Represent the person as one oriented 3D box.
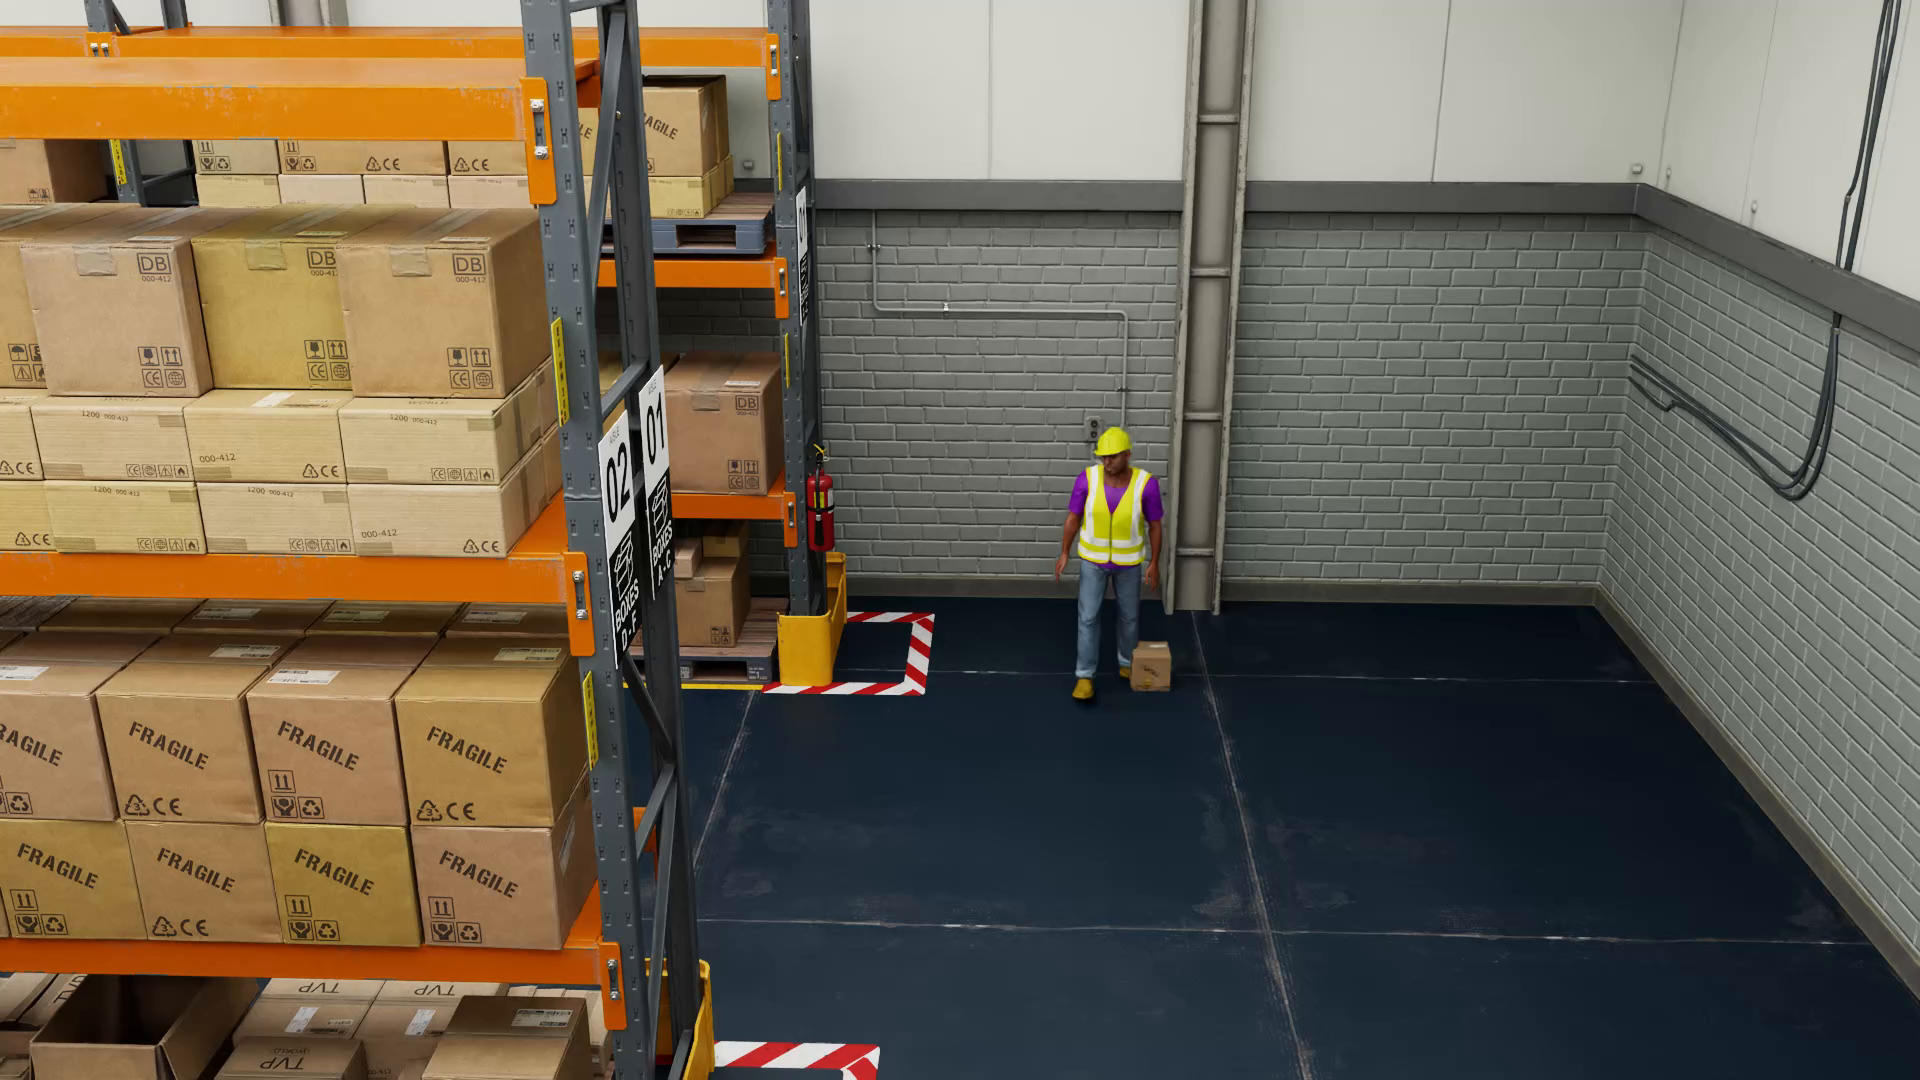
[{"bbox_3d":[0.943,0.147,10.586,0.675,1.764,0.570,3,21,7],"label":"person"}]
